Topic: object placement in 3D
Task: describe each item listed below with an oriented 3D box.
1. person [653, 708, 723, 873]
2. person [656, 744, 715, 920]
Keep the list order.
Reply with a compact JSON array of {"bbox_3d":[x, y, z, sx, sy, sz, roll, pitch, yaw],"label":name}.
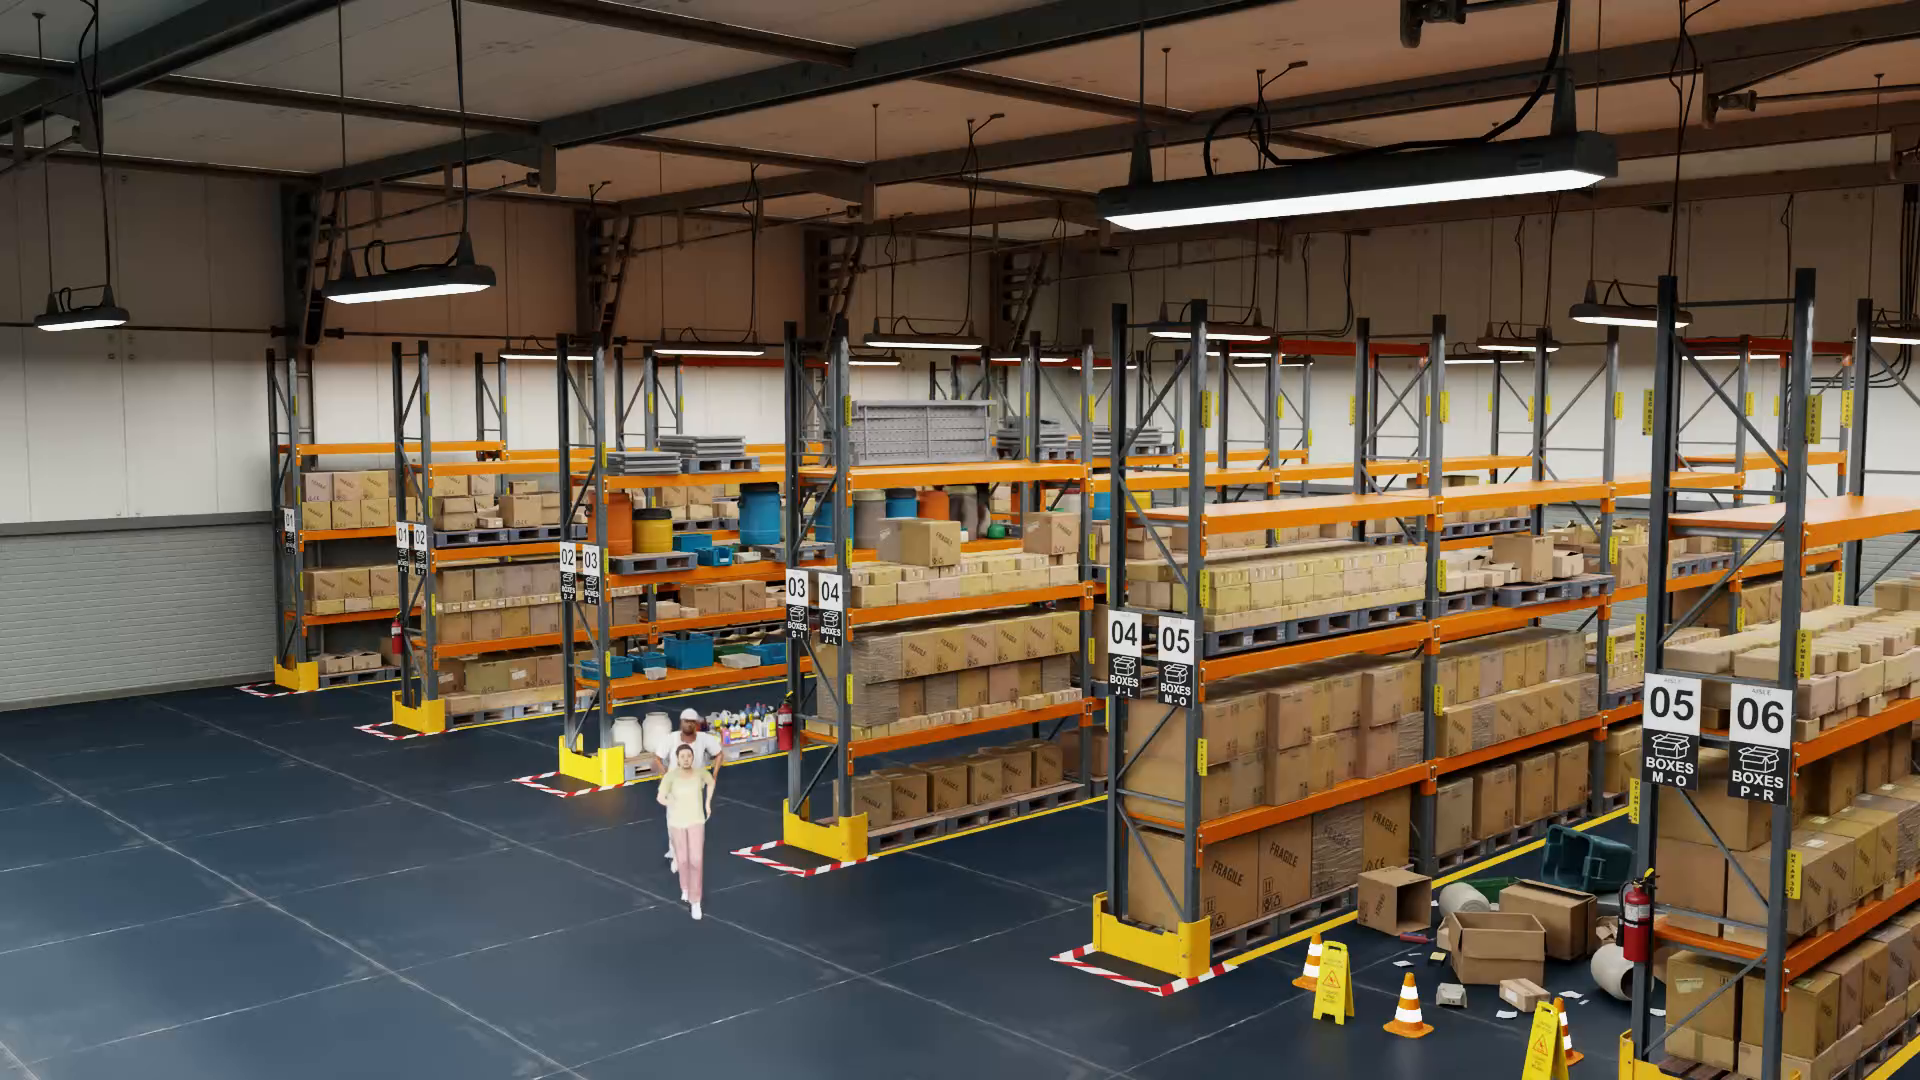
[{"bbox_3d":[-2.995,2.719,18.225,0.733,1.780,0.689,0,5,2],"label":"person"},{"bbox_3d":[-2.753,2.886,16.708,0.570,1.717,0.743,-1,5,-6],"label":"person"}]
